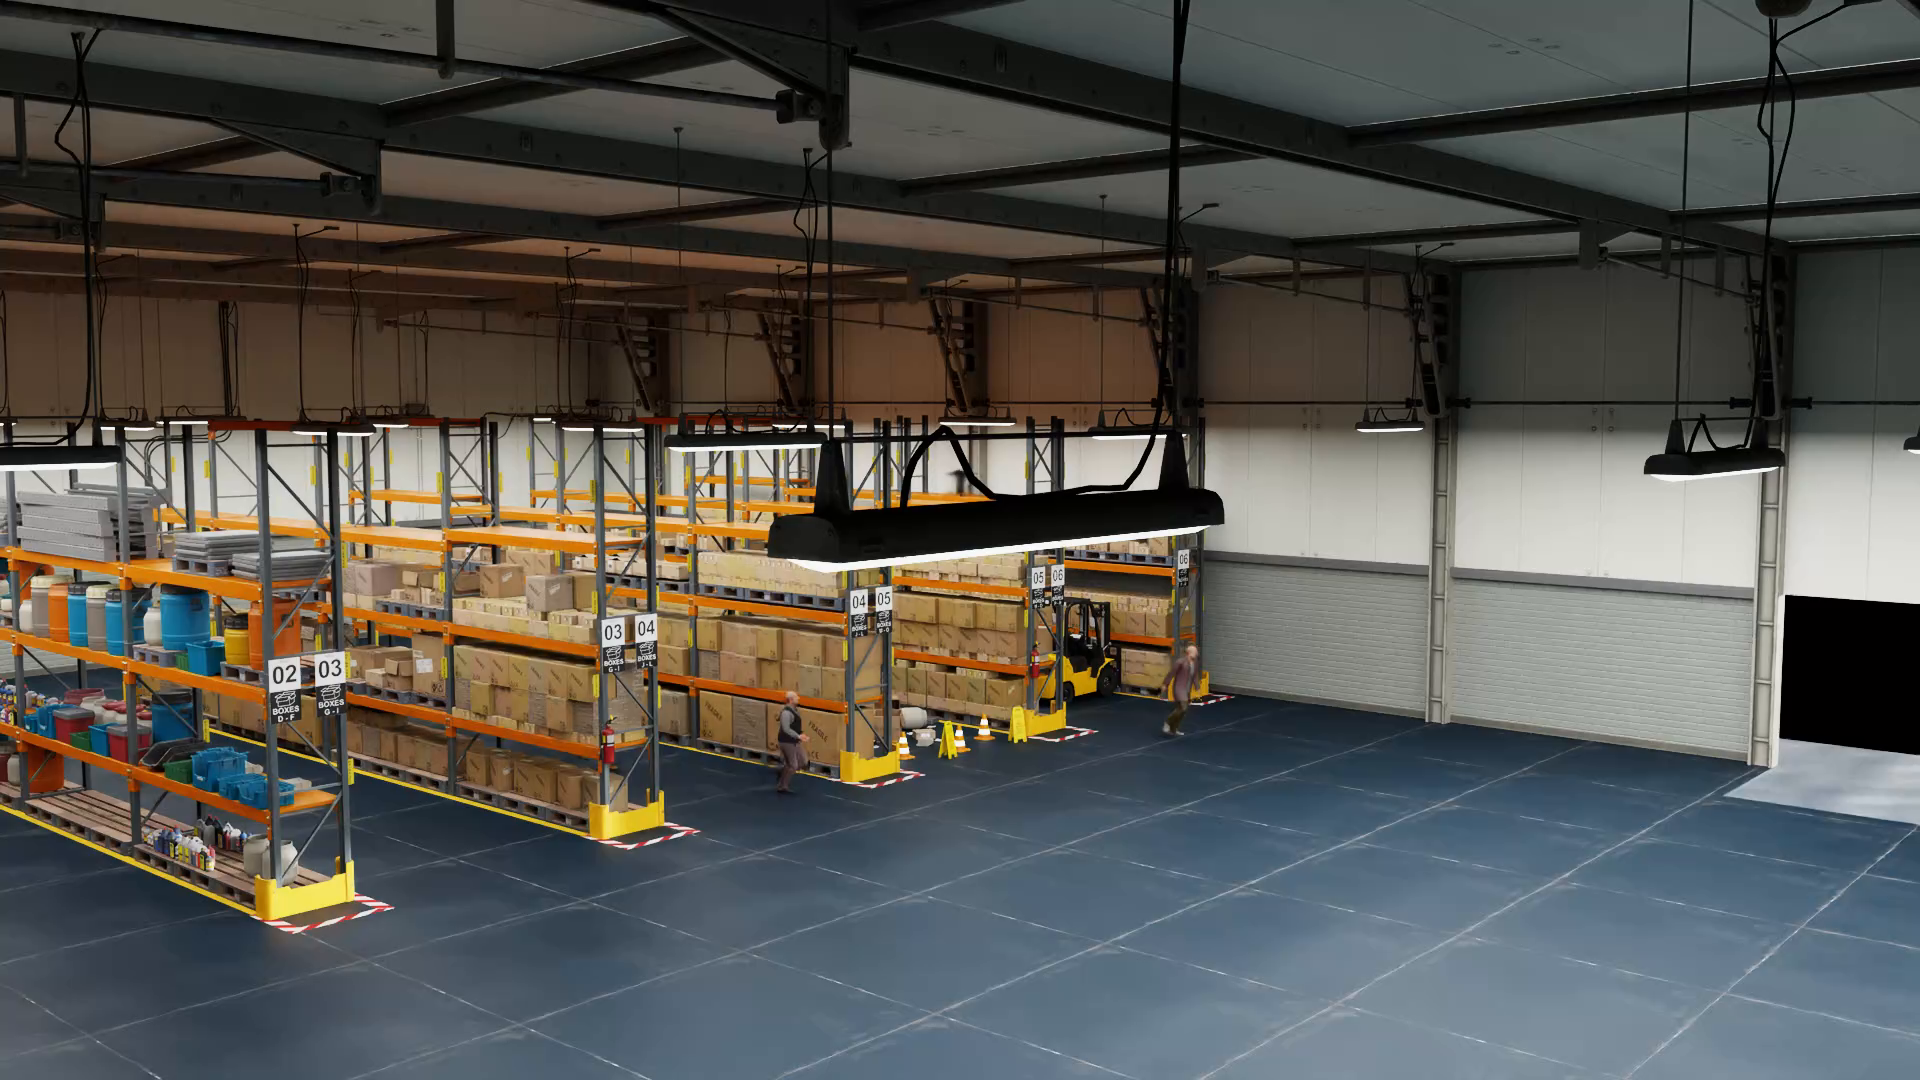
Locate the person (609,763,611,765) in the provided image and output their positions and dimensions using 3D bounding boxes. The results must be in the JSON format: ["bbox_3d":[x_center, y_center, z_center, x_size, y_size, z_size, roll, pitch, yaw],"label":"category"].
[{"bbox_3d":[-6.183,3.062,28.627,0.671,1.674,0.583,1,5,15],"label":"person"}]

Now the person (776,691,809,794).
[{"bbox_3d":[-2.710,3.265,26.880,0.619,1.670,0.634,1,5,11],"label":"person"}]

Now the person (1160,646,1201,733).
[{"bbox_3d":[4.198,2.822,31.470,0.559,1.668,0.687,4,6,43],"label":"person"}]
